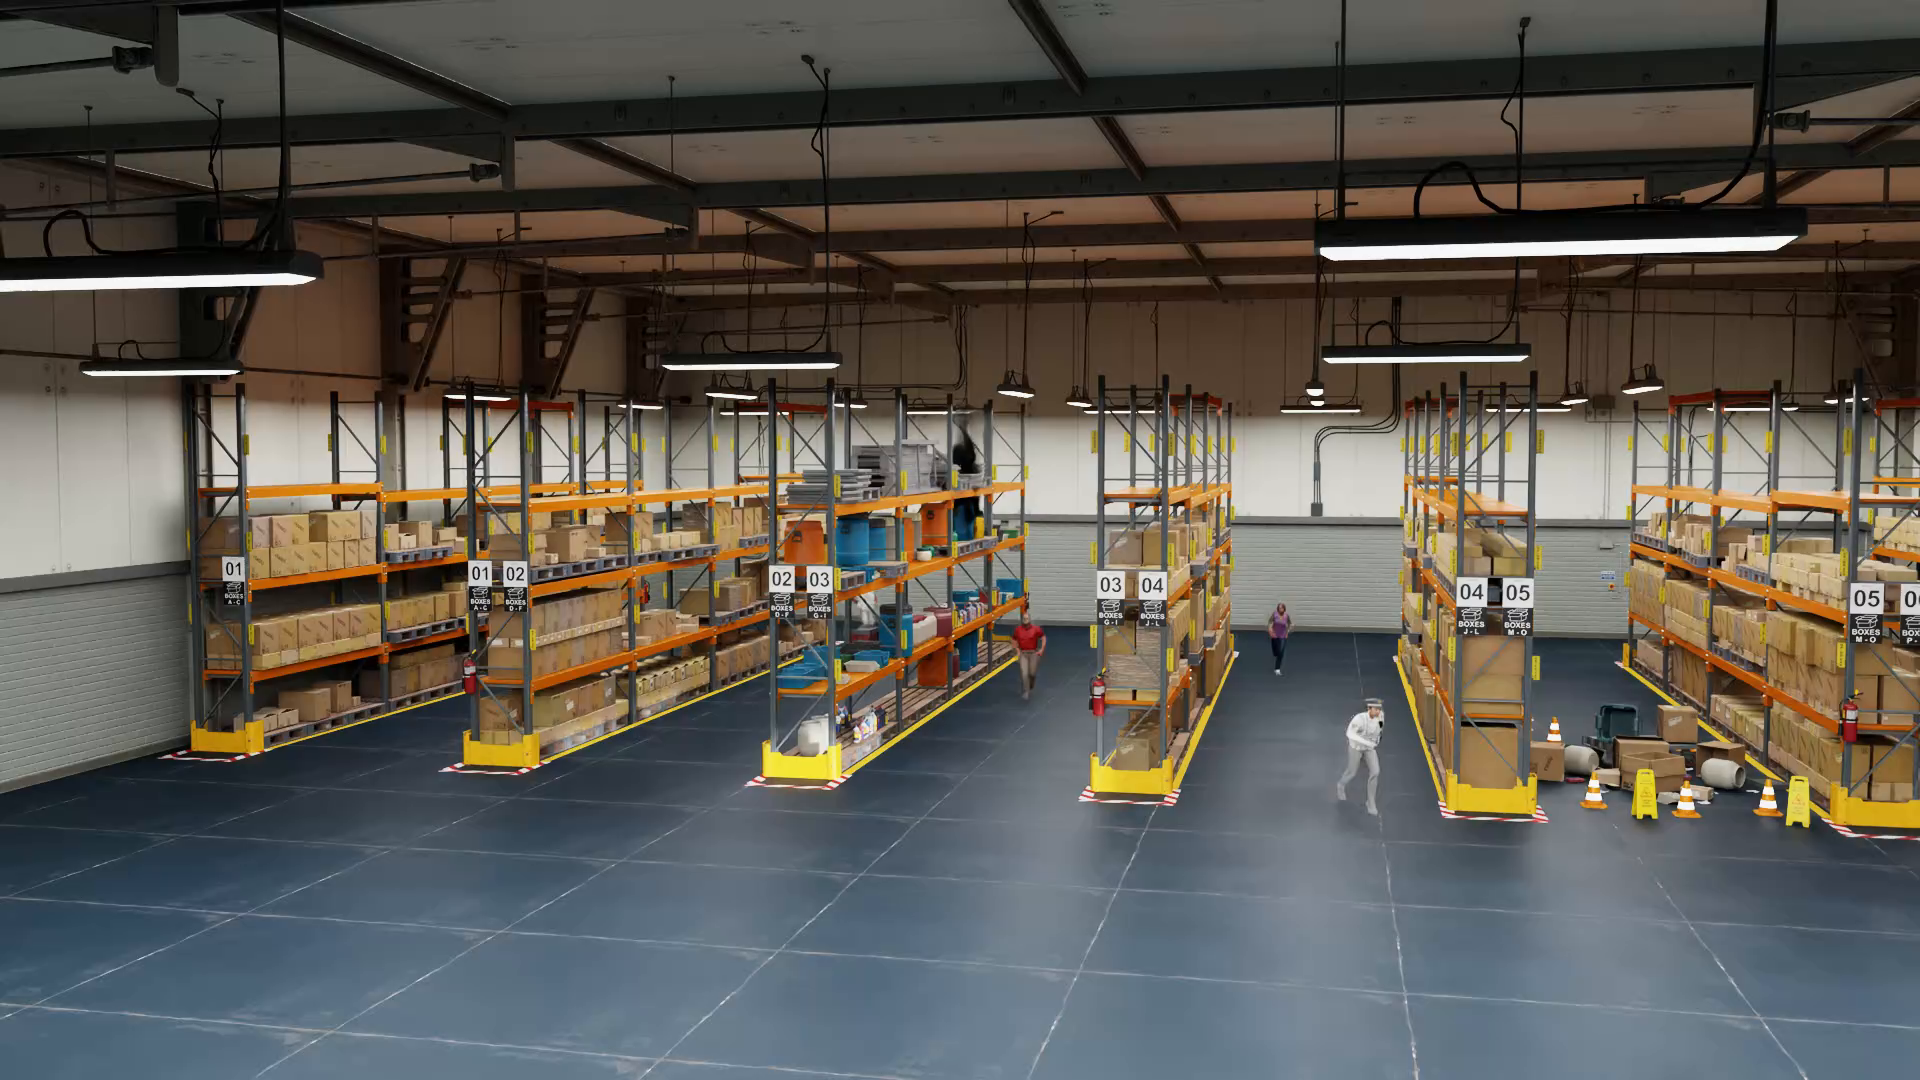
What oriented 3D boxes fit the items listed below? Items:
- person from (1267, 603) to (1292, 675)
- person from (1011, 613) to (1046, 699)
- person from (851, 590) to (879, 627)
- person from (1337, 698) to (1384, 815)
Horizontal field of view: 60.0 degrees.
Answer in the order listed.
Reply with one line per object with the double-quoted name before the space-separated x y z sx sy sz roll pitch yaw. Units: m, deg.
"person" 7.025 2.151 36.583 0.544 1.583 0.856 1 3 11
"person" 1.348 2.291 32.841 0.679 1.694 0.629 1 3 9
"person" -2.382 1.746 41.893 0.682 1.748 0.661 -1 4 -24
"person" 5.507 2.930 22.888 0.658 1.622 0.964 -1 3 -21
